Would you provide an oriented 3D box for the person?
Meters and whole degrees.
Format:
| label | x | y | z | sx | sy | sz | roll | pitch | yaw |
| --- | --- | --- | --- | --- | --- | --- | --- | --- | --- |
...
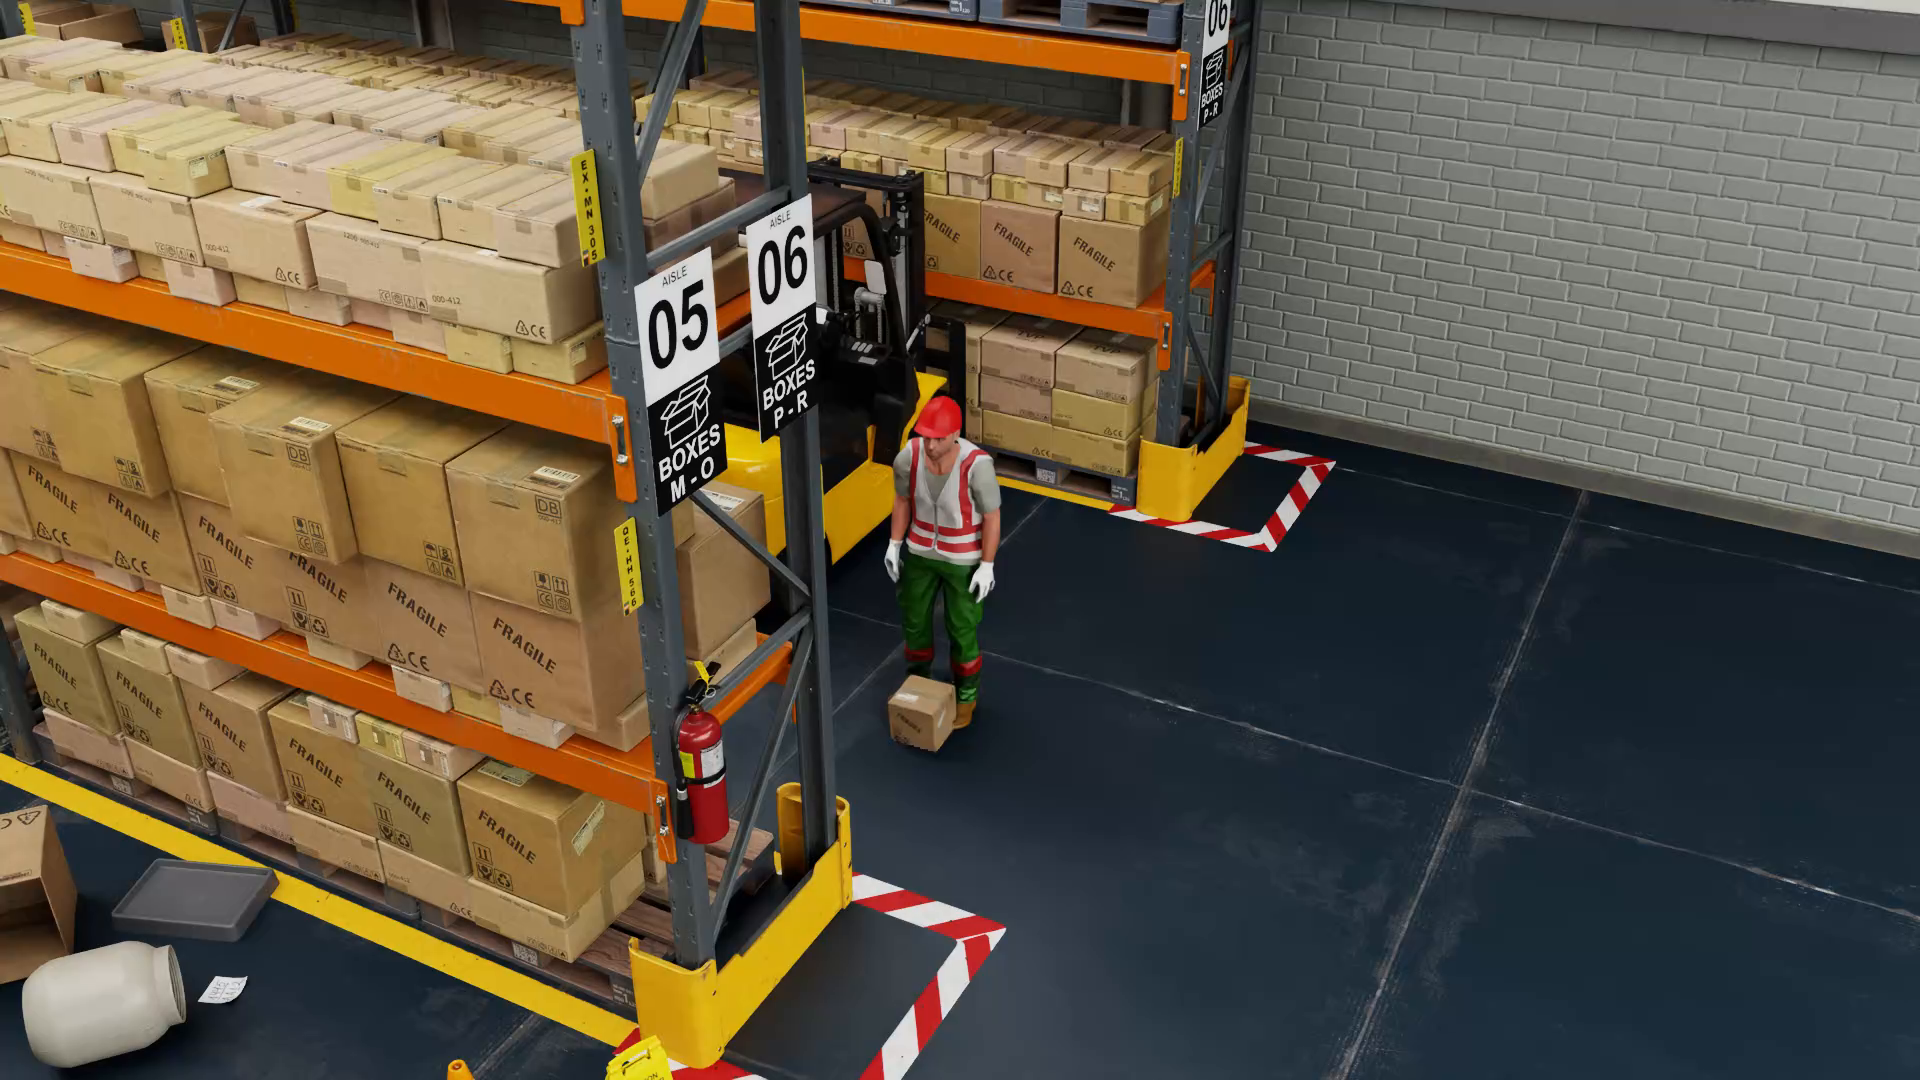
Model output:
| label | x | y | z | sx | sy | sz | roll | pitch | yaw |
| --- | --- | --- | --- | --- | --- | --- | --- | --- | --- |
| person | -0.088 | 0.094 | 8.114 | 0.579 | 1.780 | 0.441 | 13 | 32 | 22 |
